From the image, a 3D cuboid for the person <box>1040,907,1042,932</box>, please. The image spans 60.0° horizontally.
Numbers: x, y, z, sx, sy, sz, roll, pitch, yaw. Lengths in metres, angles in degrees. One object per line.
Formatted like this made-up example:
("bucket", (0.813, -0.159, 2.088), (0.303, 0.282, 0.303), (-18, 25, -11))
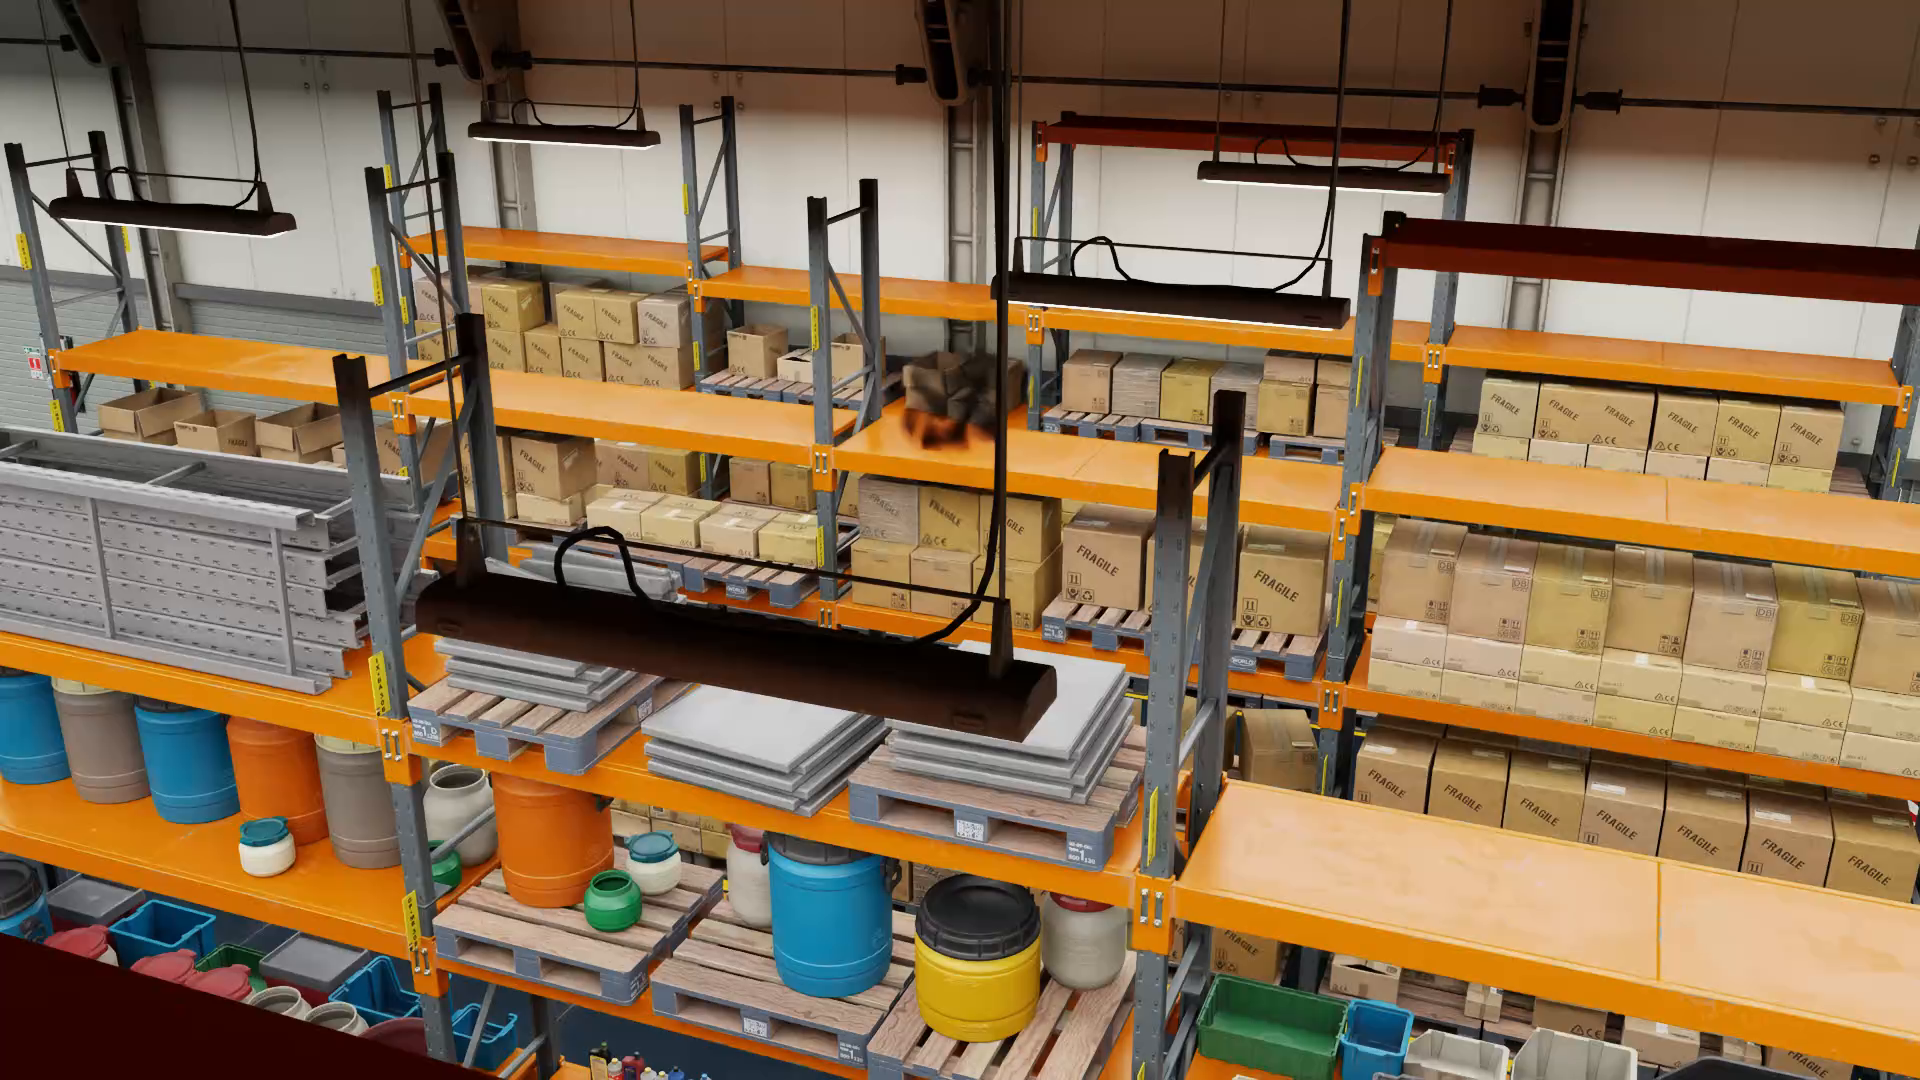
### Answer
("person", (0.582, 3.263, 11.375), (0.699, 1.822, 0.675), (4, 21, 12))
